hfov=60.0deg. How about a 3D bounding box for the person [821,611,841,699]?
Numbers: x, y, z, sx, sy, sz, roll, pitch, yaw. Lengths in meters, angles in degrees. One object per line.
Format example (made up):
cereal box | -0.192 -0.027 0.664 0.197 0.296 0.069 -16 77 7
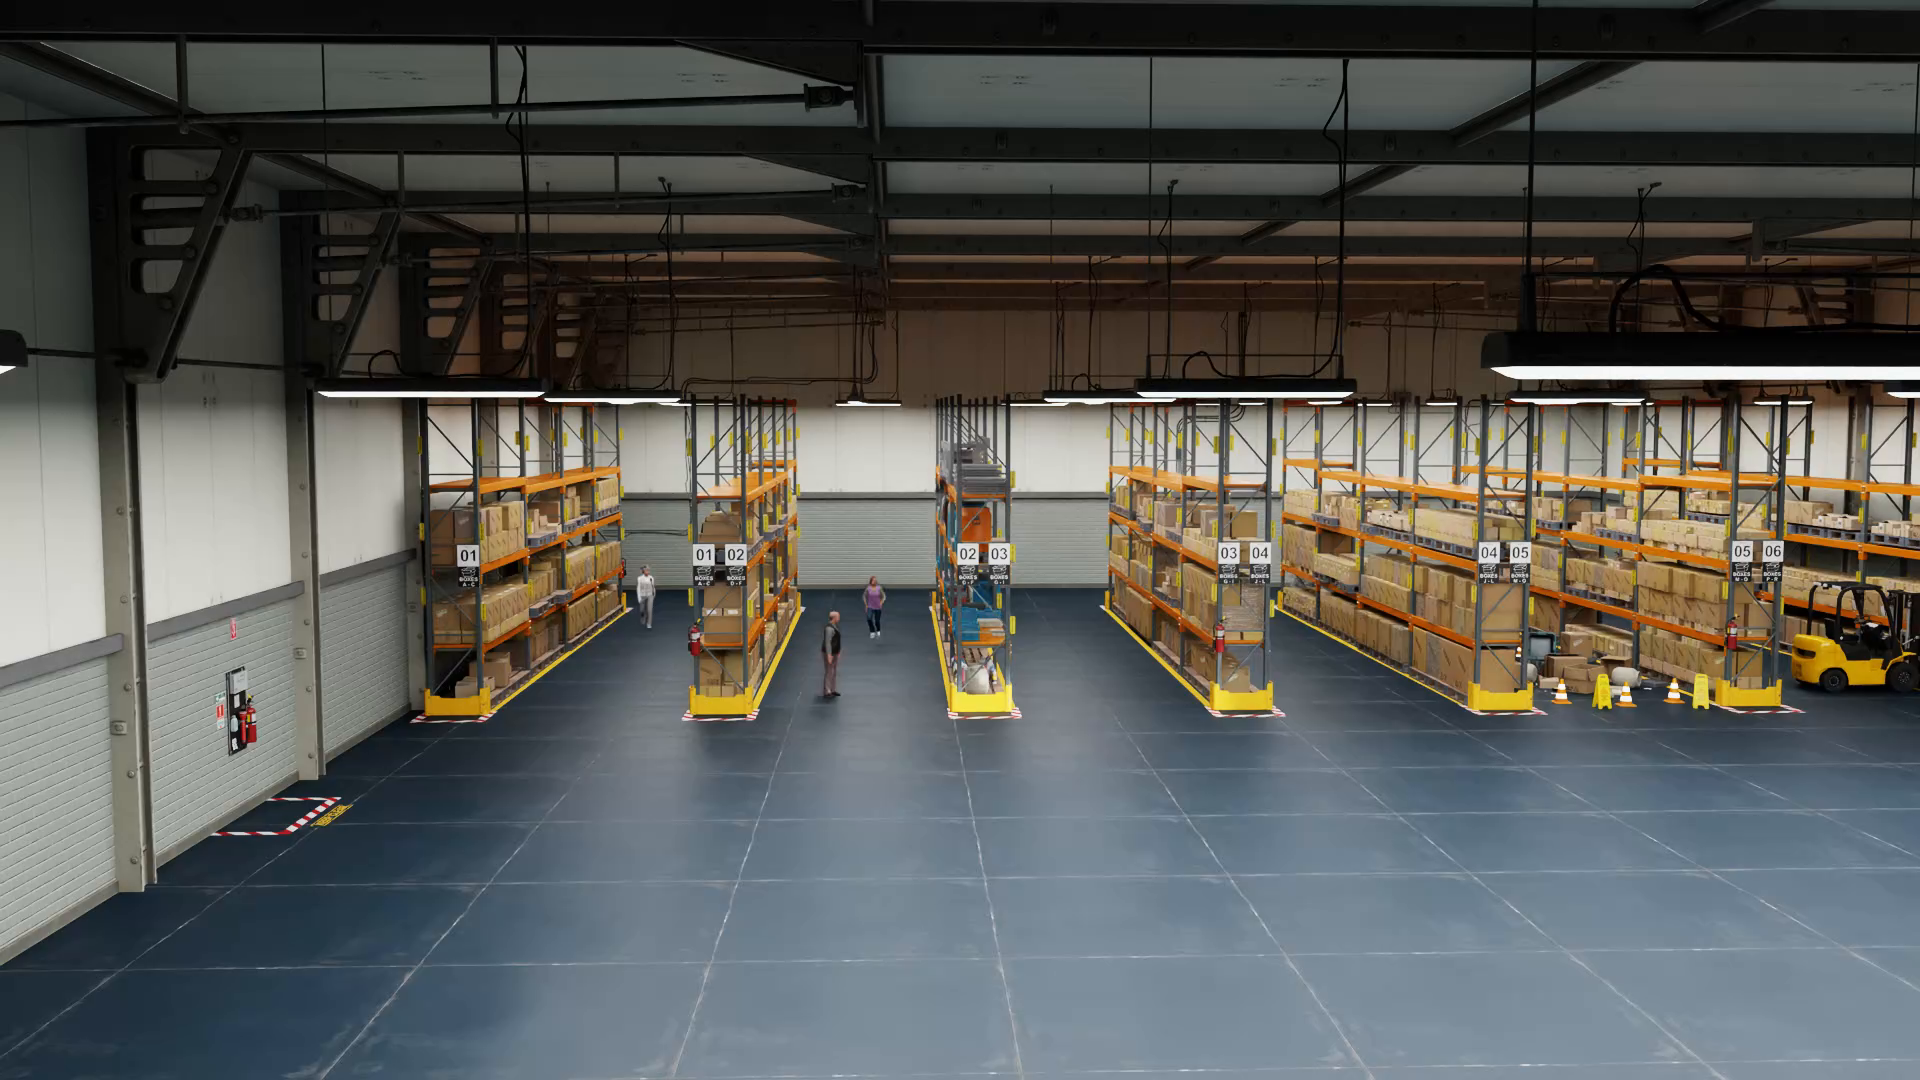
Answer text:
person | -2.561 2.270 32.999 0.388 1.737 0.565 1 5 10

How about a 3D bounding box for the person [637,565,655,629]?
person | -8.194 1.467 43.439 0.457 1.653 0.708 0 5 -6

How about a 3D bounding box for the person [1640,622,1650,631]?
person | 16.988 1.596 41.279 0.416 1.778 0.564 2 5 22

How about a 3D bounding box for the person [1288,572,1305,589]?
person | 9.924 0.987 49.006 1.008 1.717 0.698 1 5 14

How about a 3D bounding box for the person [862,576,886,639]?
person | -2.071 1.639 39.944 0.567 1.519 0.711 0 5 4
